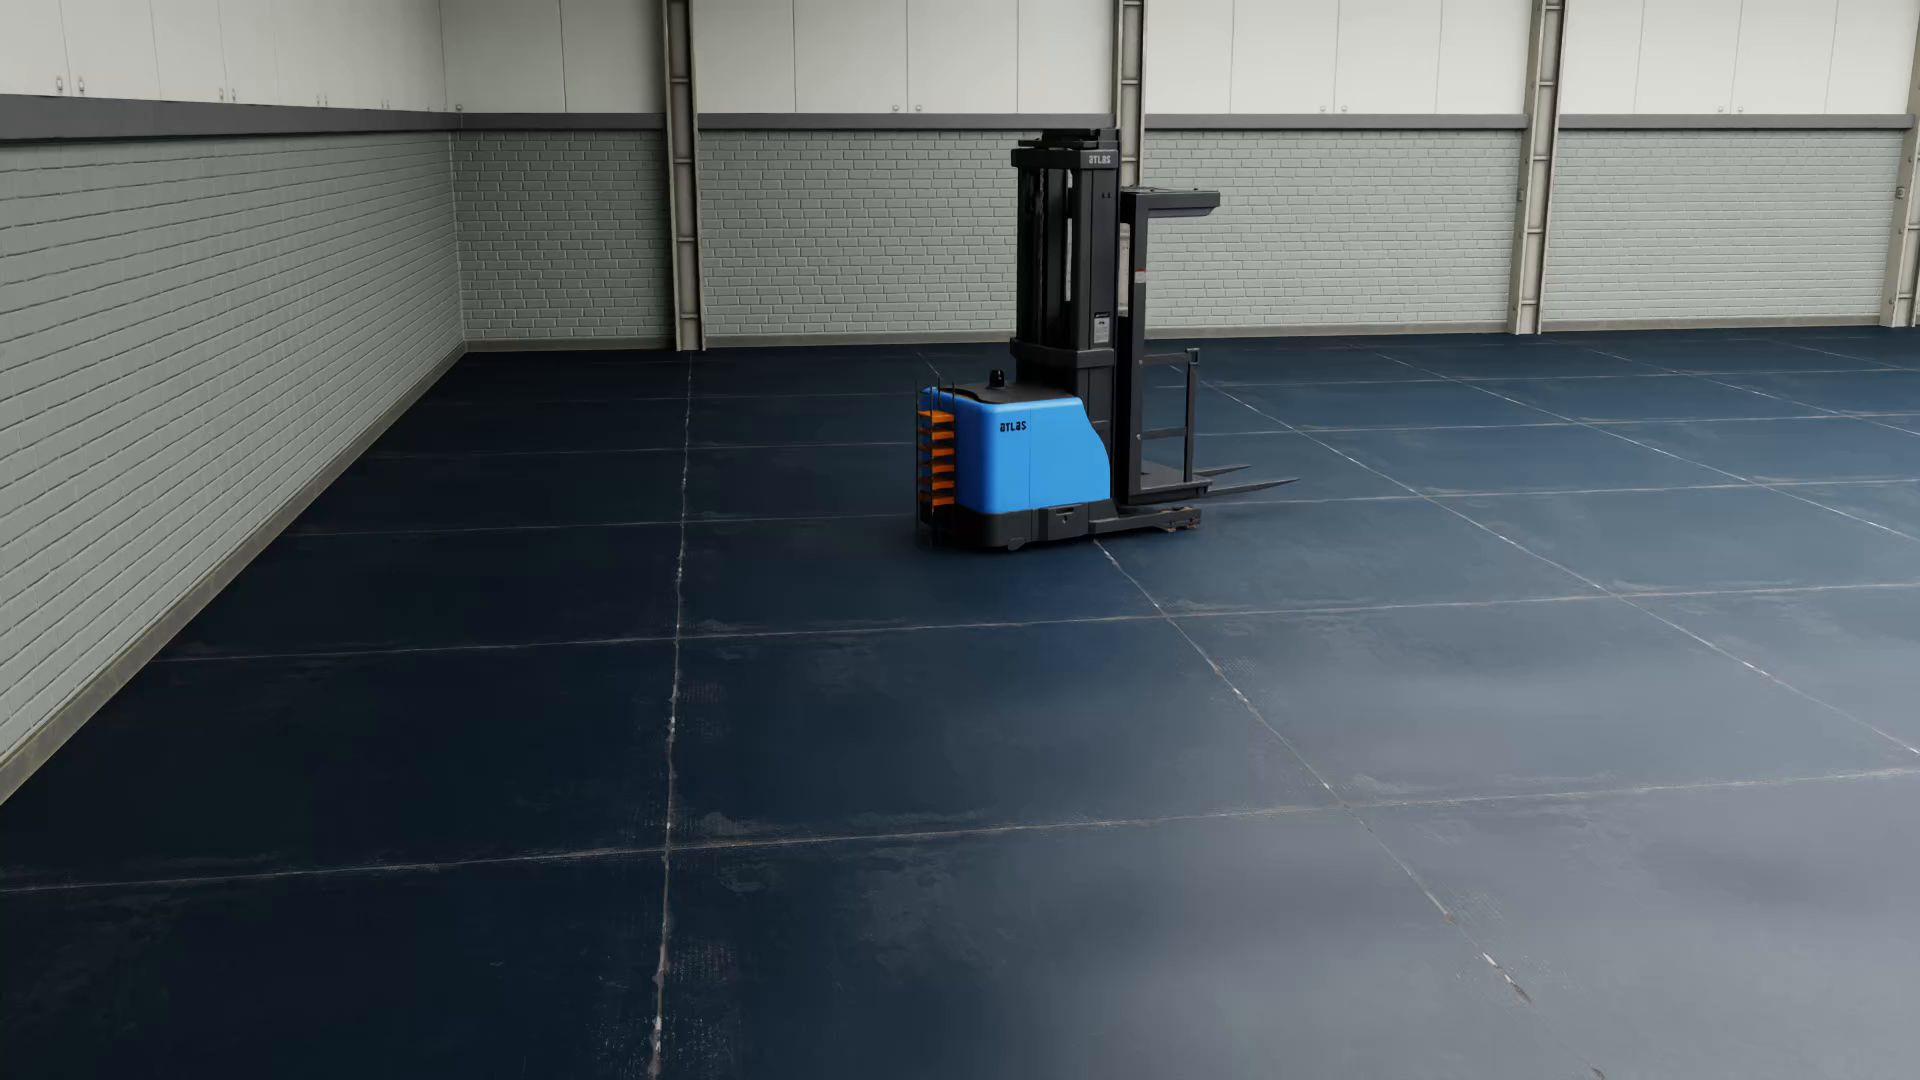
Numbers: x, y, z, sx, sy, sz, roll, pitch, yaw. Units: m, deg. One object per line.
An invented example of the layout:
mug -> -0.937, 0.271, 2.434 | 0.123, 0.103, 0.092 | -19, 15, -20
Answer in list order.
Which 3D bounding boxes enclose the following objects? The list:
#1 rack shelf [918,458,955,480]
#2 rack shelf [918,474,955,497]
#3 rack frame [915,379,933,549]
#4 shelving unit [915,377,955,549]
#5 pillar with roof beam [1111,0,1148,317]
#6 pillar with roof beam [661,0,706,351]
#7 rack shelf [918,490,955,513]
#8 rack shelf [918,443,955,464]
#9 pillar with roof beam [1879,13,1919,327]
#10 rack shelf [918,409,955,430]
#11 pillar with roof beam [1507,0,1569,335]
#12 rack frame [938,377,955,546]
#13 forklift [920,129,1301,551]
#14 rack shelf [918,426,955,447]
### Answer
rack shelf -> -0.178, -0.512, 11.979 | 0.180, 0.103, 0.258 | -8, 16, -29
rack shelf -> -0.178, -0.395, 12.008 | 0.180, 0.103, 0.258 | -8, 16, -29
rack frame -> -0.257, -0.544, 11.925 | 0.006, 1.200, 0.240 | -8, 16, -29
shelving unit -> -0.178, -0.555, 11.968 | 0.189, 1.200, 0.258 | -8, 16, -29
pillar with roof beam -> 2.930, -6.134, 18.181 | 0.400, 9.000, 9.100 | -2, 14, -8
pillar with roof beam -> -3.003, -5.916, 17.314 | 0.400, 9.000, 9.100 | -2, 14, -8
rack shelf -> -0.178, -0.279, 12.037 | 0.180, 0.103, 0.258 | -8, 16, -29
rack shelf -> -0.178, -0.628, 11.950 | 0.180, 0.103, 0.258 | -8, 16, -29
pillar with roof beam -> 14.796, -6.569, 19.915 | 0.400, 9.000, 9.100 | -2, 14, -8
rack shelf -> -0.178, -0.861, 11.891 | 0.180, 0.103, 0.258 | -8, 16, -29
pillar with roof beam -> 8.863, -6.351, 19.048 | 0.400, 9.000, 9.100 | -2, 14, -8
rack frame -> -0.098, -0.566, 12.012 | 0.006, 1.200, 0.240 | -8, 16, -29
forklift -> 1.238, -1.583, 12.511 | 3.031, 2.935, 1.130 | -8, 16, -28
rack shelf -> -0.178, -0.745, 11.921 | 0.180, 0.103, 0.258 | -8, 16, -29
